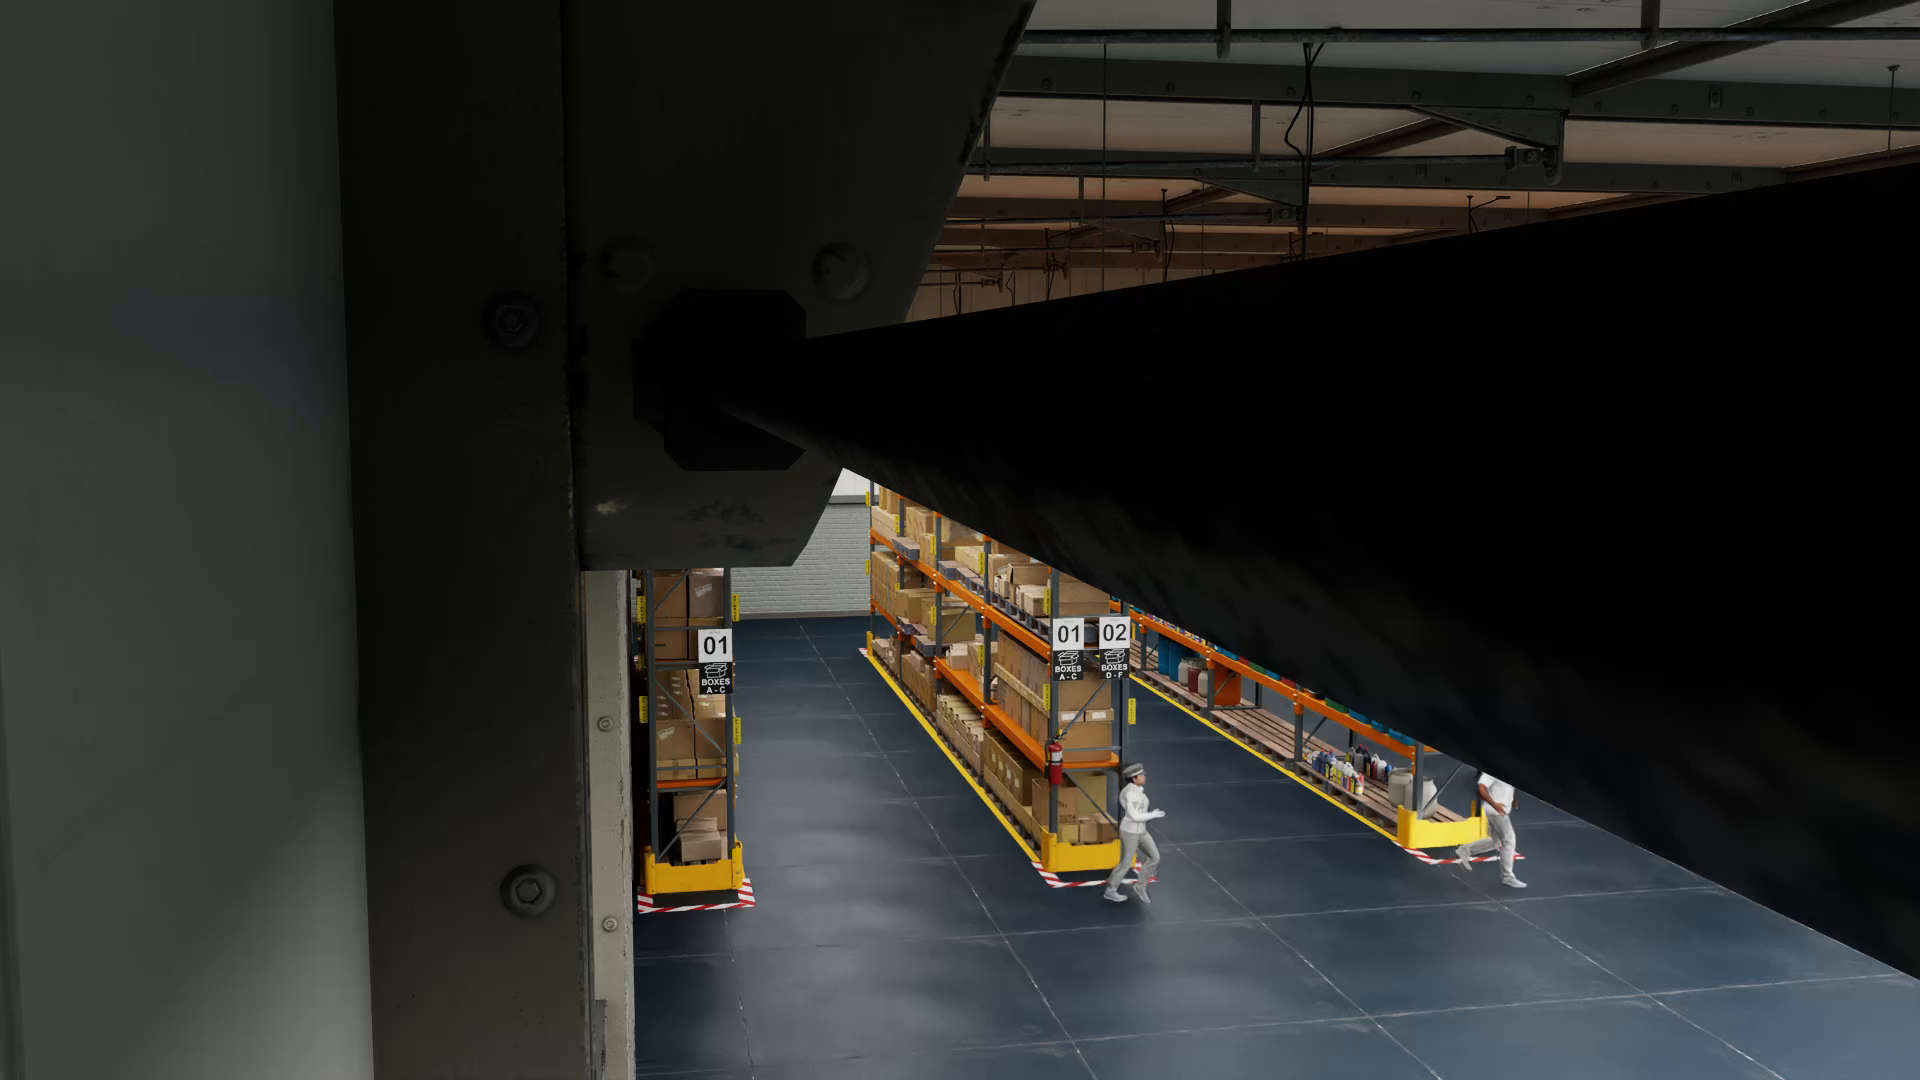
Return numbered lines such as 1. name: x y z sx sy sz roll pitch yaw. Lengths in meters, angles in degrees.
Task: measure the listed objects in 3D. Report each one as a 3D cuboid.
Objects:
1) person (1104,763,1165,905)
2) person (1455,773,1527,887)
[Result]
1. person: 2.074 3.458 19.567 0.710 1.716 0.620 2 6 21
2. person: 6.572 3.341 20.484 0.881 1.764 0.729 3 7 26
